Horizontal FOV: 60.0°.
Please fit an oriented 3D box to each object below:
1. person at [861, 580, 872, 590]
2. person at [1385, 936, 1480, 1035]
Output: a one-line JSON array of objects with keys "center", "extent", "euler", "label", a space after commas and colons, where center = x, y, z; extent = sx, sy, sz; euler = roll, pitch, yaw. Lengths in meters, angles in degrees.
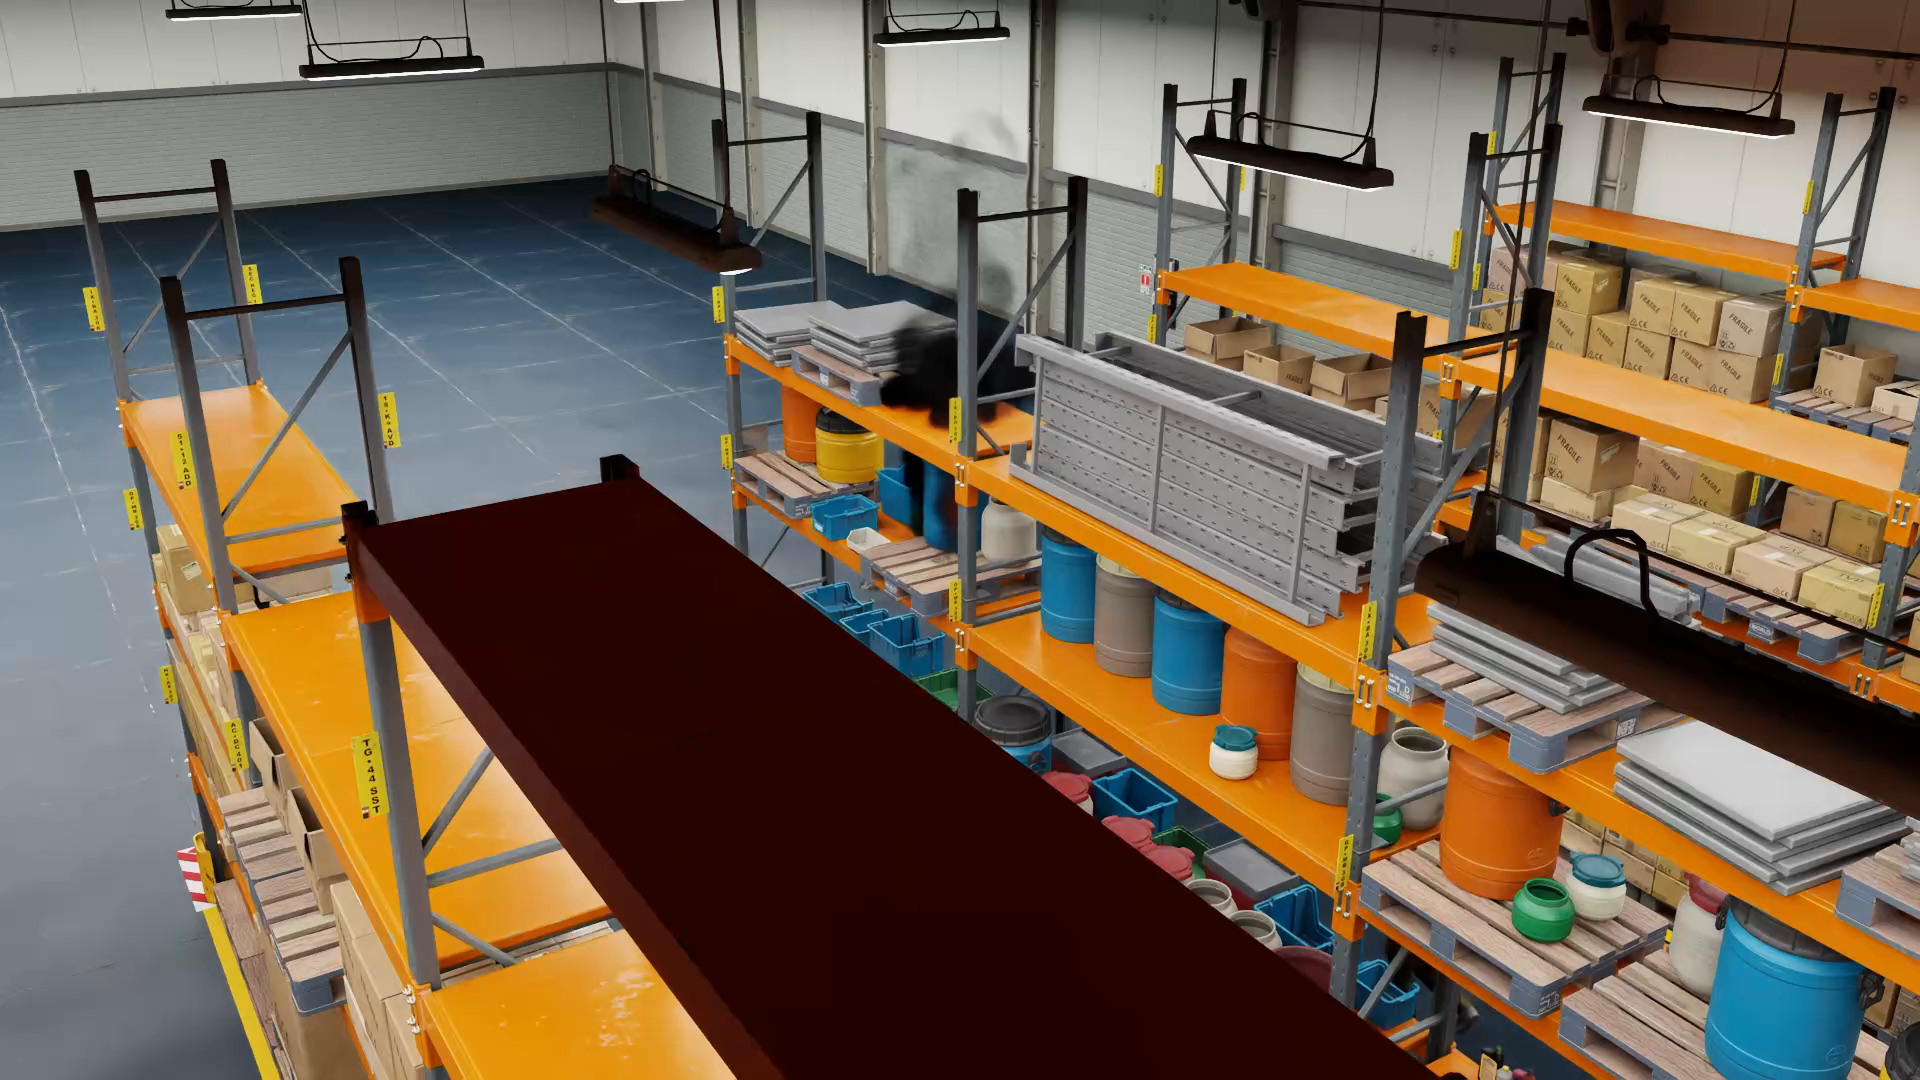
[{"center": [-1.141, -0.271, 19.740], "extent": [0.712, 1.816, 0.689], "euler": [-2, 22, -4], "label": "person"}, {"center": [3.368, 2.849, 11.974], "extent": [0.717, 1.772, 0.843], "euler": [-11, 24, -25], "label": "person"}]
